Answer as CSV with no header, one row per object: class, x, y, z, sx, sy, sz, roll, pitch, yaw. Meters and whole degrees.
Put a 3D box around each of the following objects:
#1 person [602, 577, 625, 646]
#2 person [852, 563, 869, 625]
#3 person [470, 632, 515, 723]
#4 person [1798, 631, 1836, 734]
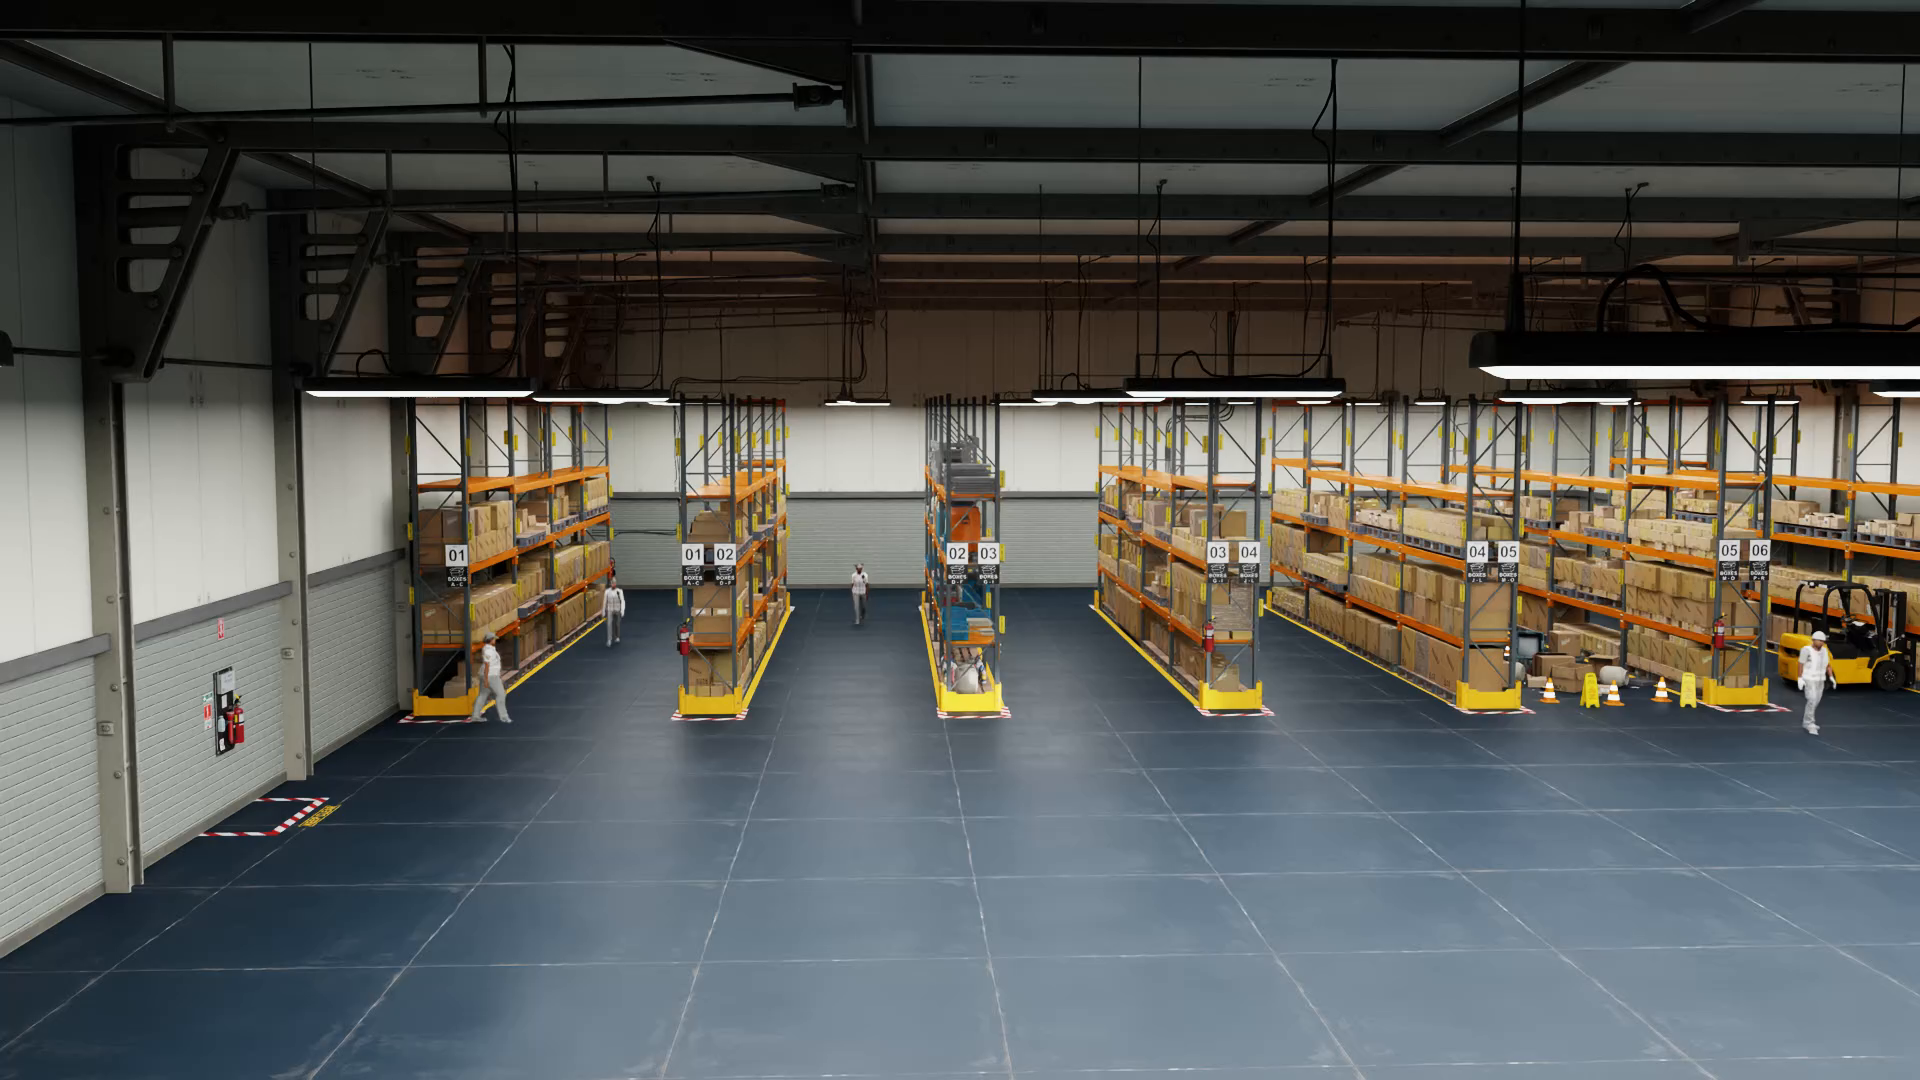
person,-8.372,1.707,40.177,0.552,1.621,1.002,-1,5,-12
person,-2.649,1.405,44.145,0.454,1.633,0.863,0,5,-4
person,-8.581,2.521,30.390,0.736,1.682,0.548,-3,5,-32
person,15.153,2.523,29.479,0.611,1.836,0.524,-1,5,-18
